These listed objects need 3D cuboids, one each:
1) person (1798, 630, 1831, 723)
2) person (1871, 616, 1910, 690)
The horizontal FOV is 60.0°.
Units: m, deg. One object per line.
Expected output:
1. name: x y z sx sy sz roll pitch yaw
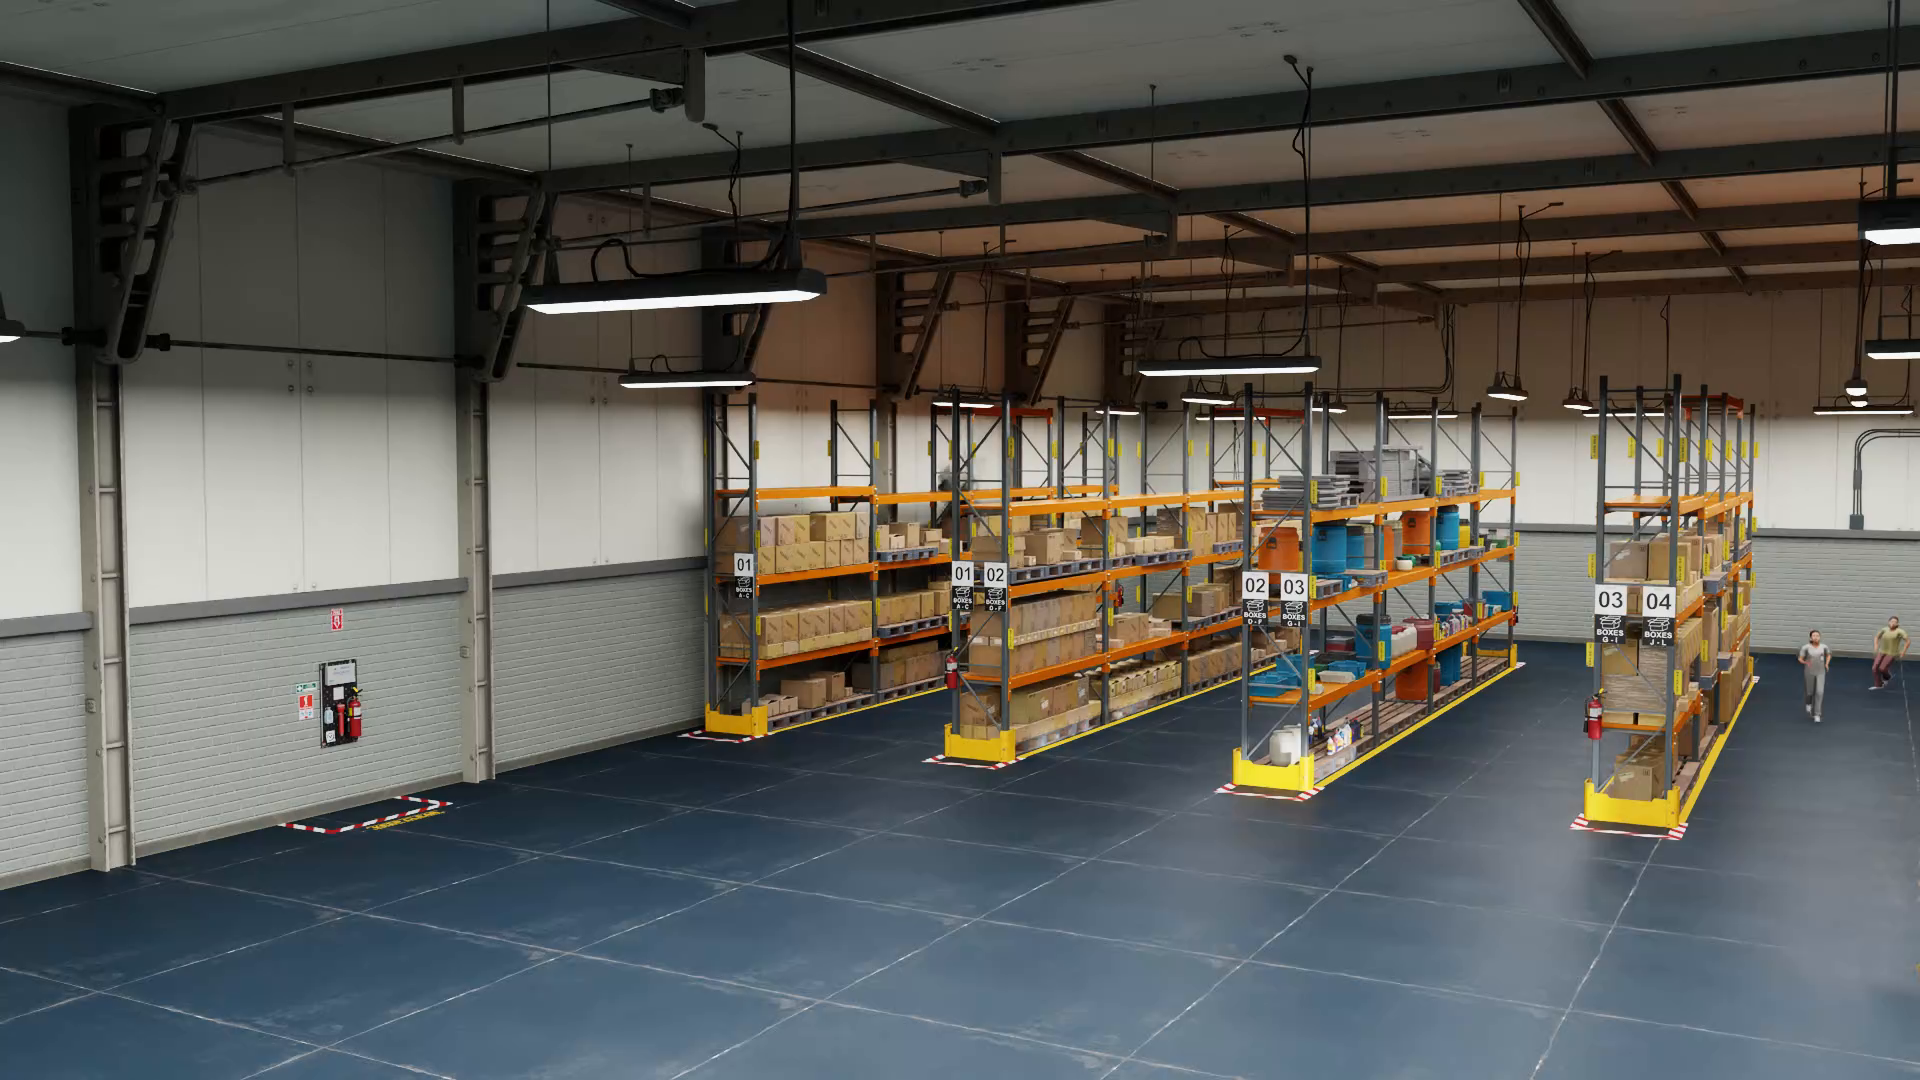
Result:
1. person: 15.851 2.496 30.844 0.568 1.664 0.934 1 3 19
2. person: 19.308 2.367 34.548 0.537 1.598 0.689 -2 4 -33
